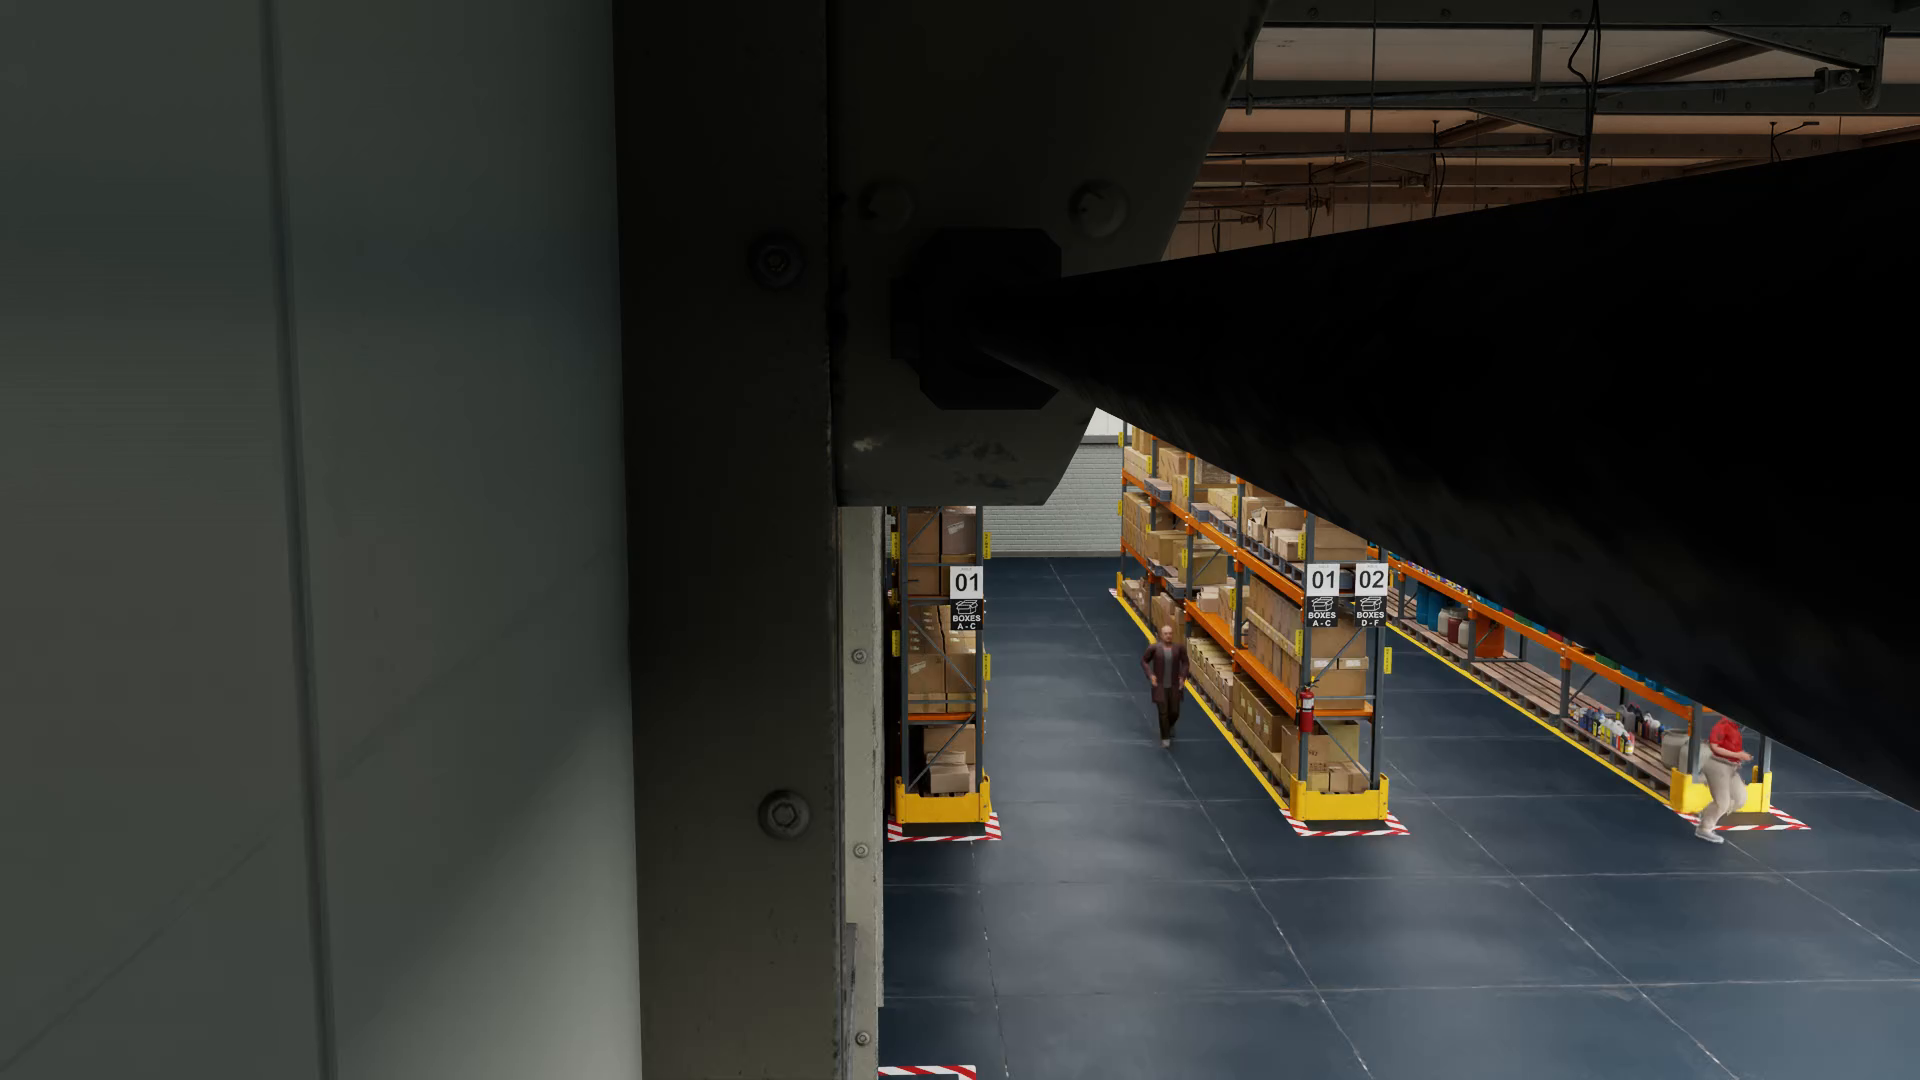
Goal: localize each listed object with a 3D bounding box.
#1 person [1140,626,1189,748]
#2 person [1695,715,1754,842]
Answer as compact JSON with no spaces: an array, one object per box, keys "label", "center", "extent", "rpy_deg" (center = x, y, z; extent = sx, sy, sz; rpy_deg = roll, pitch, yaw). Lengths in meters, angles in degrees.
[{"label":"person","center":[2.965,2.096,24.087],"extent":[0.721,1.746,0.639],"rpy_deg":[0,8,0]},{"label":"person","center":[9.145,2.738,19.757],"extent":[0.598,1.672,0.675],"rpy_deg":[7,11,43]}]
